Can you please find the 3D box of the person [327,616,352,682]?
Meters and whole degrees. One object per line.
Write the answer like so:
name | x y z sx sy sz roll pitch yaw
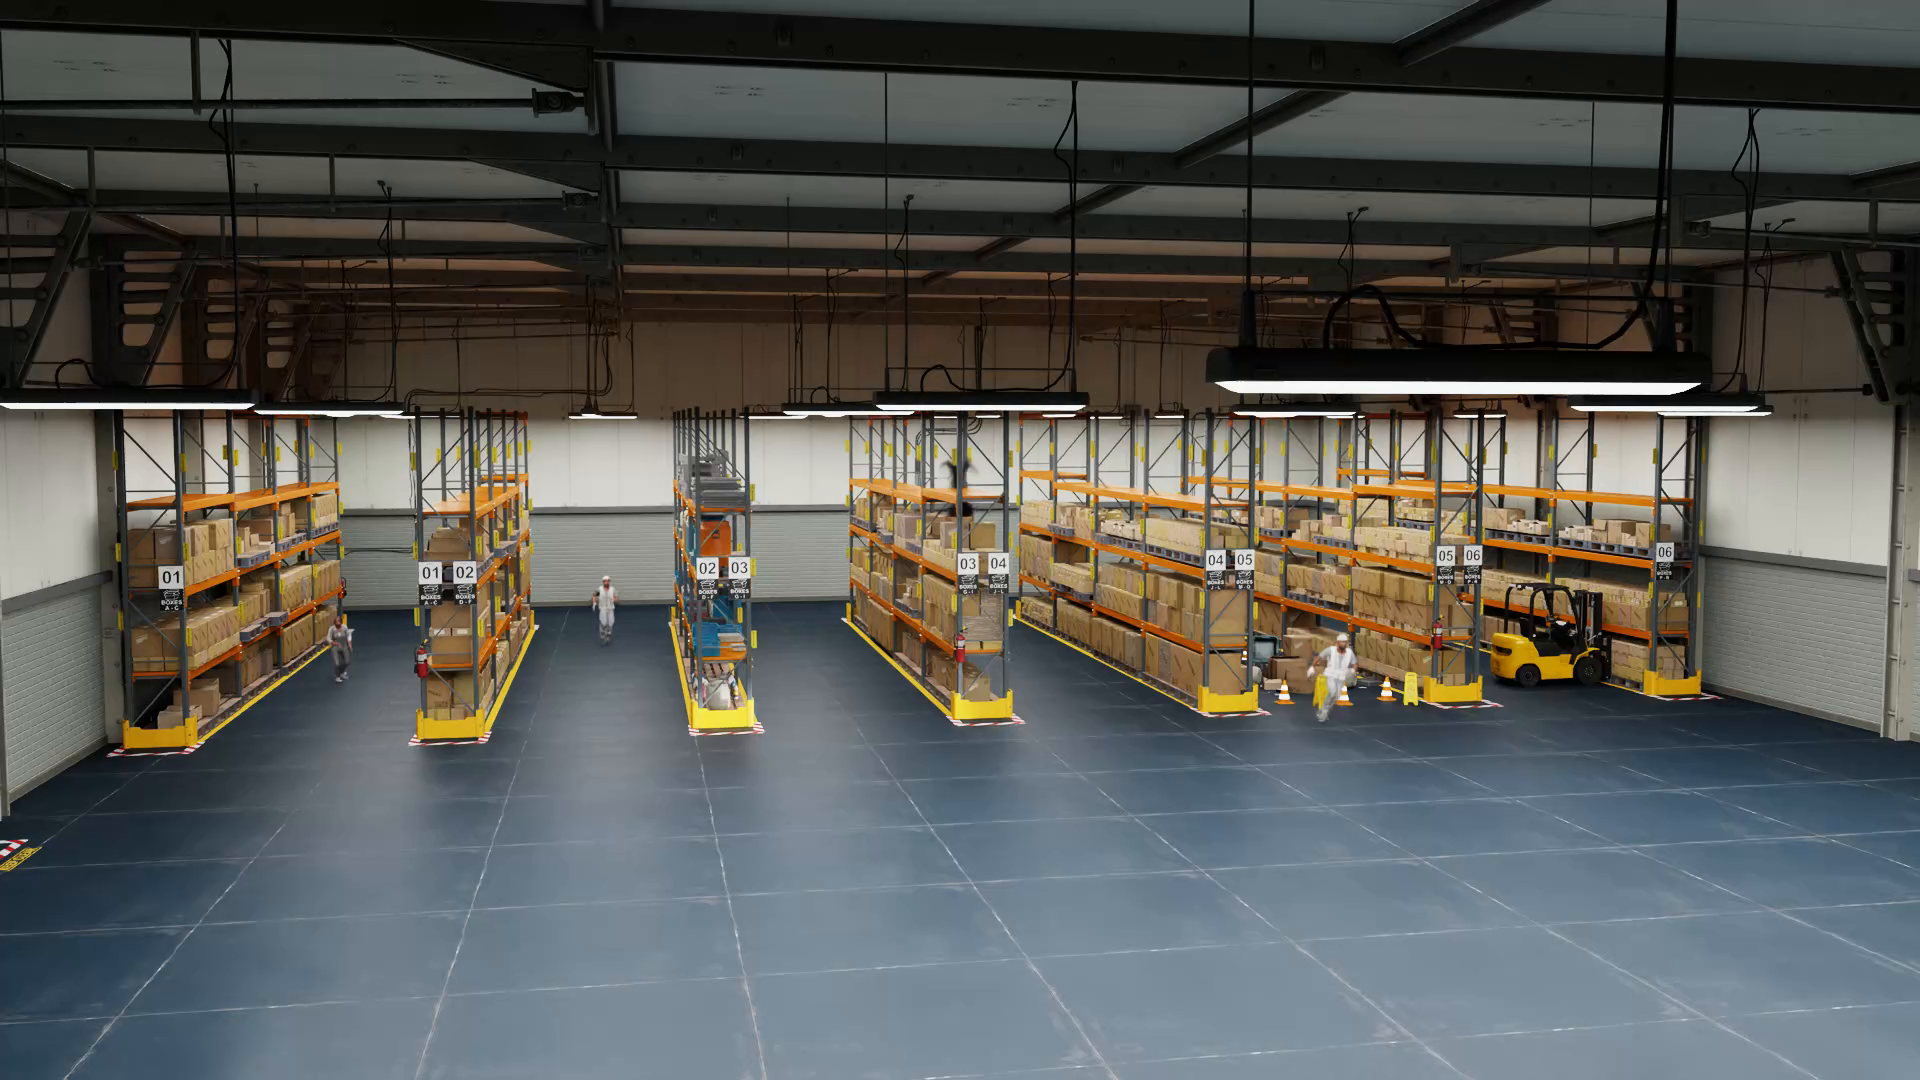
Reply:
person | -13.583 2.396 36.412 0.531 1.491 0.699 -2 5 -29

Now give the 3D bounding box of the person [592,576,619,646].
person | -9.047 1.807 42.520 0.646 1.783 0.699 -2 4 -21

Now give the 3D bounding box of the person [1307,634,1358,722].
person | 7.169 2.636 31.703 0.861 1.685 0.726 -1 4 -17
